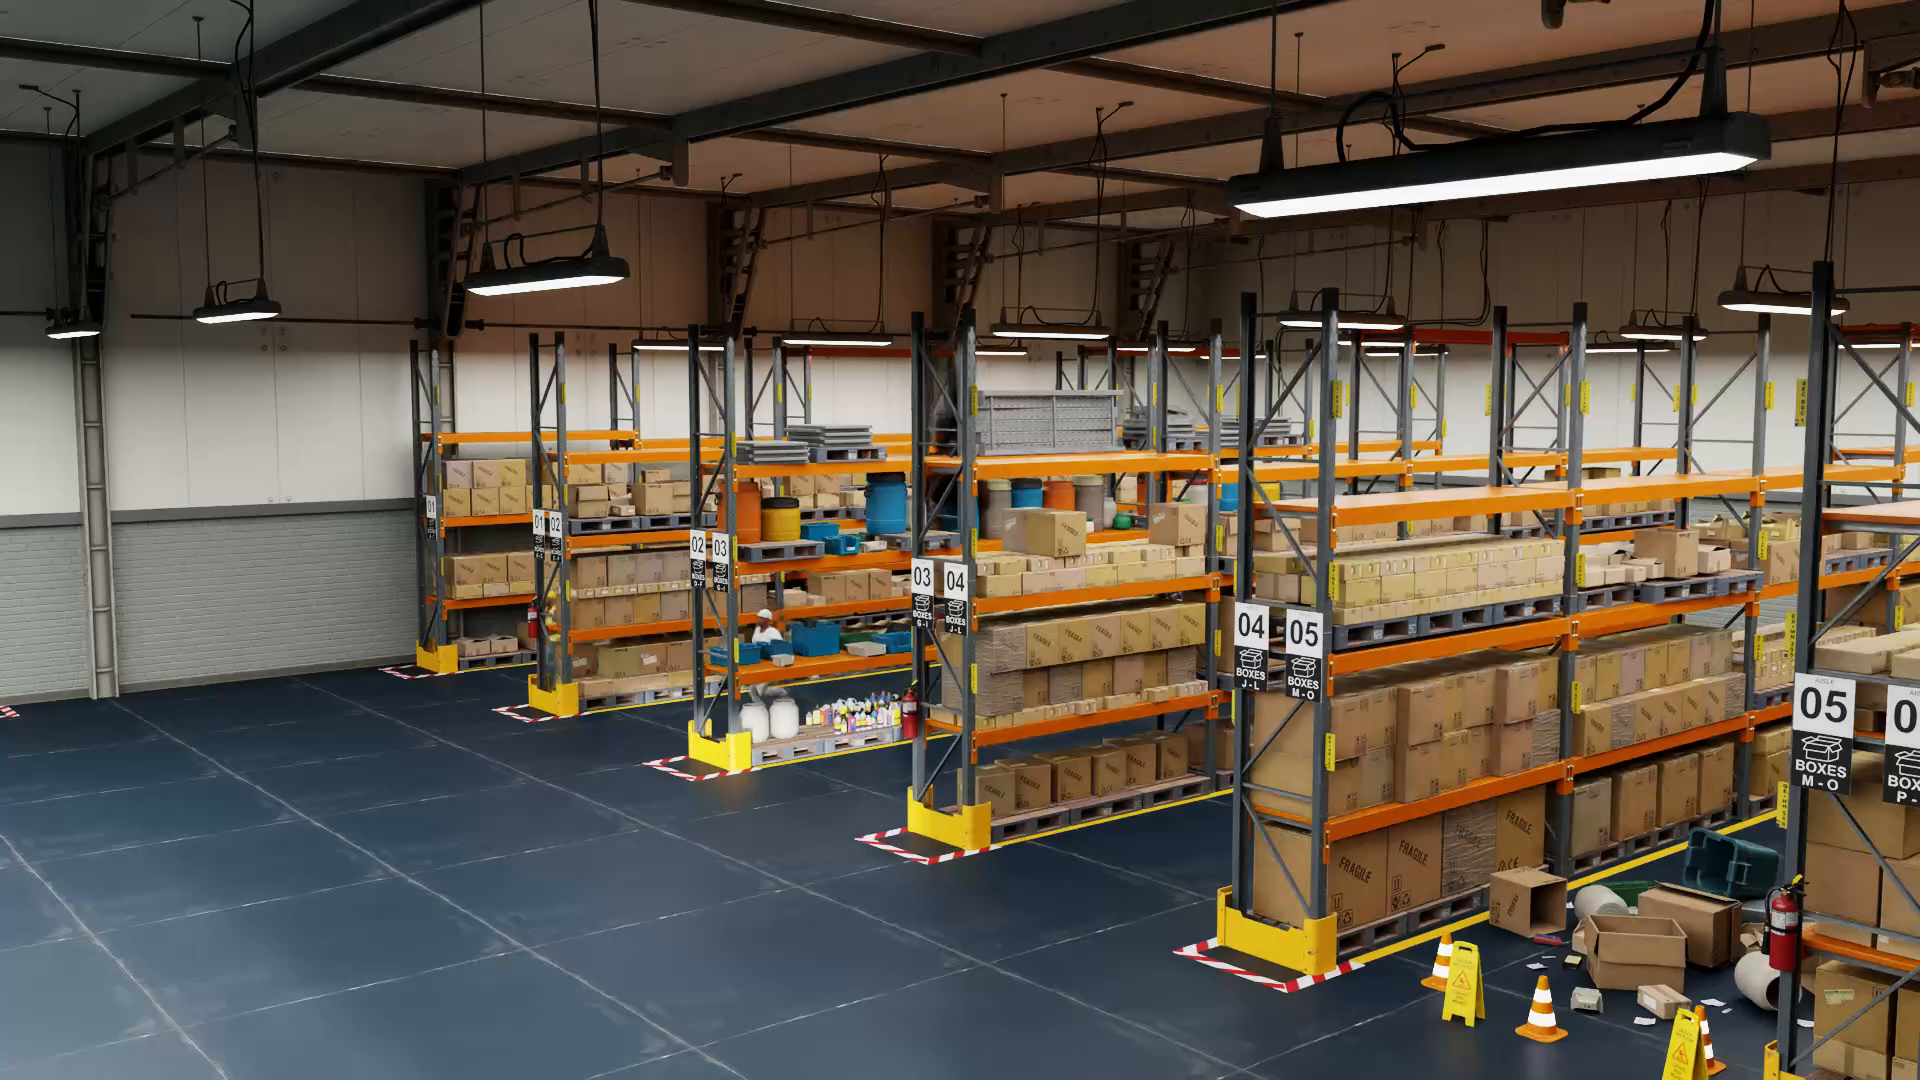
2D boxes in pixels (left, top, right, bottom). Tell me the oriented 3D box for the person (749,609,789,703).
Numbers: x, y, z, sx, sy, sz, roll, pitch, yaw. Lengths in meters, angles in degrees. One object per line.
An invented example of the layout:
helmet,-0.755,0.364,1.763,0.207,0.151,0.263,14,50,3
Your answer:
person,-3.008,1.929,25.785,0.701,1.732,0.680,5,7,43

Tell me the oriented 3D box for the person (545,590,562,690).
person,-6.928,1.697,28.039,0.744,1.719,0.587,5,7,43
